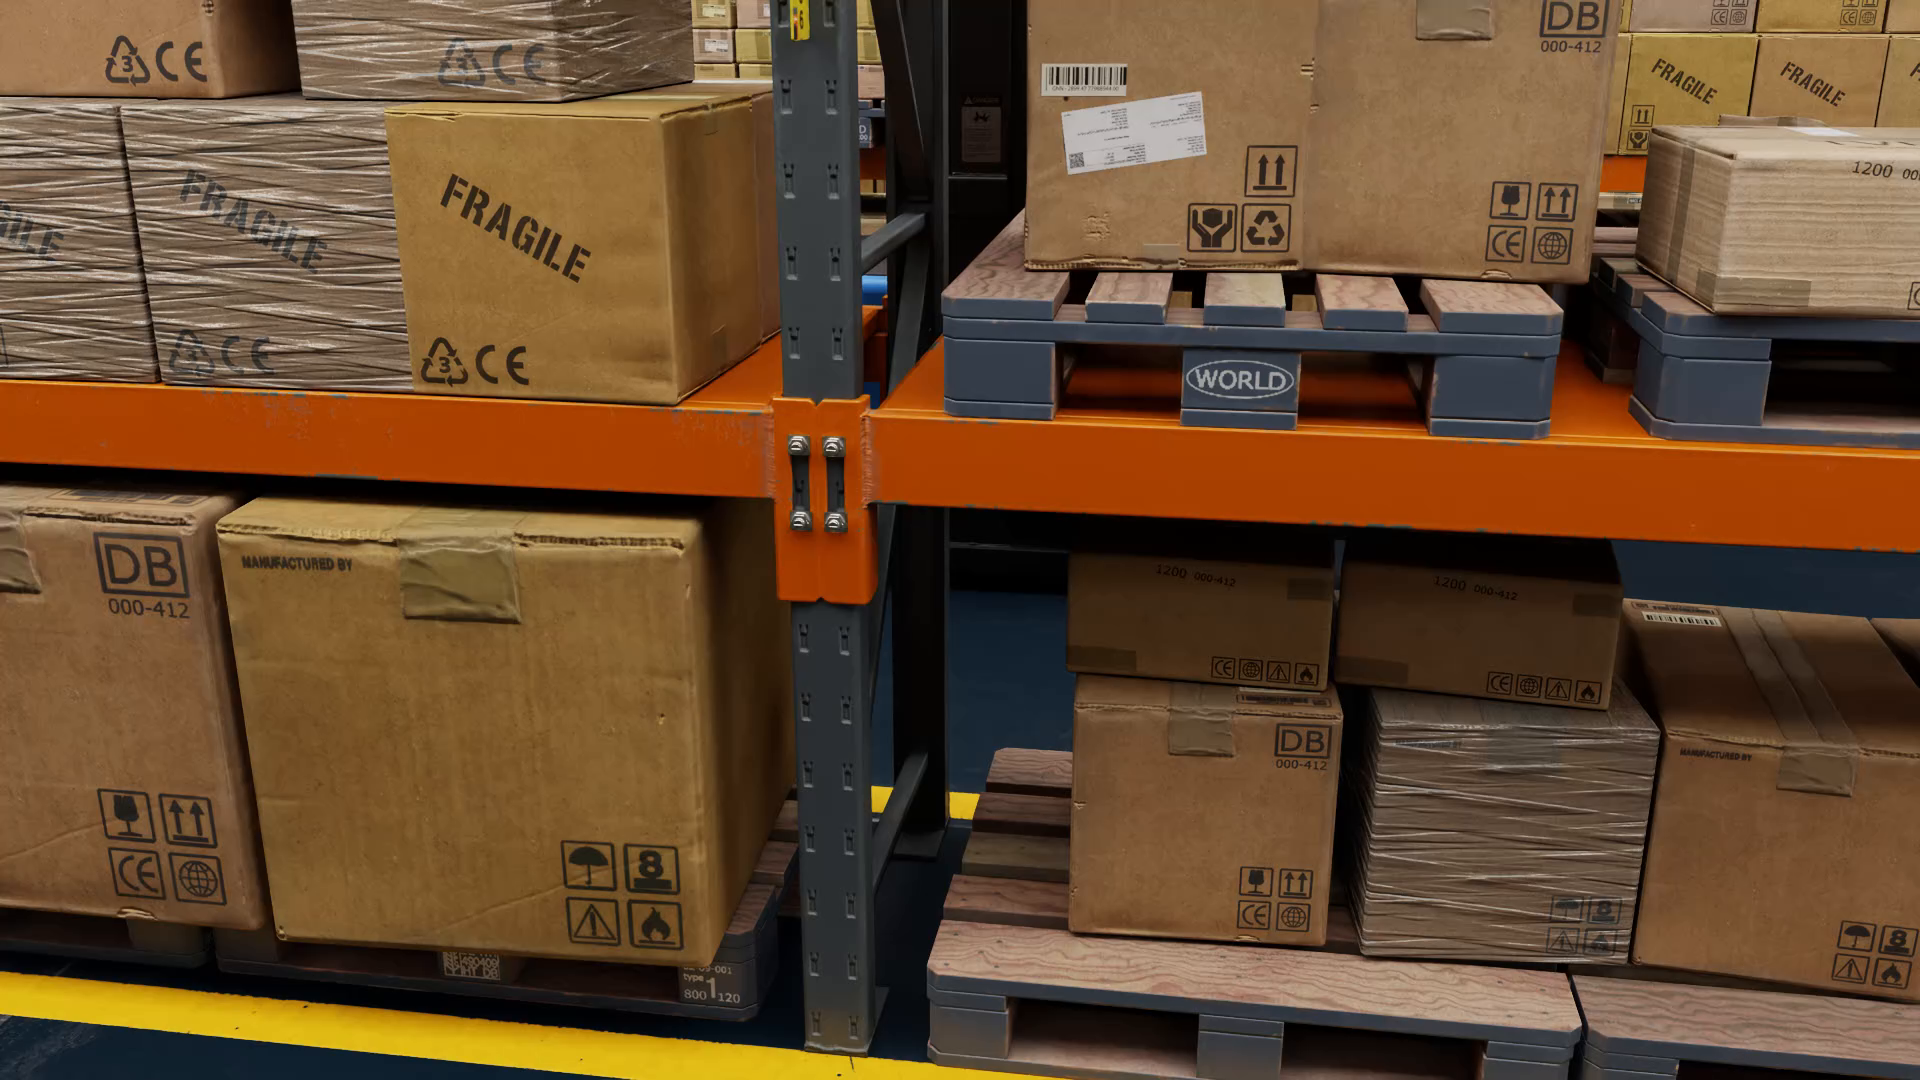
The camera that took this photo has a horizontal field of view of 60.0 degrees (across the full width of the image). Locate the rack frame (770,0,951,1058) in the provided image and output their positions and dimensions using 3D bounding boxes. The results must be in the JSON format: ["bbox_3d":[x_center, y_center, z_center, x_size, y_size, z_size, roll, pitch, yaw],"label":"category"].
[{"bbox_3d":[-0.166,-0.565,3.265,0.127,3.000,1.000,3,19,9],"label":"rack frame"}]

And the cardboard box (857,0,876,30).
[{"bbox_3d":[-0.342,-2.384,7.496,0.250,0.149,0.380,4,19,10],"label":"cardboard box"}]

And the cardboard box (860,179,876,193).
[{"bbox_3d":[-1.025,-3.014,13.269,0.875,0.875,0.875,3,19,10],"label":"cardboard box"}]

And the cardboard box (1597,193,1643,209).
[{"bbox_3d":[4.837,-2.447,12.369,0.625,0.372,0.950,3,19,9],"label":"cardboard box"}]

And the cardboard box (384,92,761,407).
[{"bbox_3d":[-0.692,-0.560,3.091,0.500,0.500,0.500,4,19,10],"label":"cardboard box"}]

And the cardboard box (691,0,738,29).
[{"bbox_3d":[-1.112,-2.423,7.614,0.250,0.149,0.380,4,19,11],"label":"cardboard box"}]

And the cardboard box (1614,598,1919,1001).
[{"bbox_3d":[1.610,0.489,3.359,0.500,0.500,0.700,5,19,13],"label":"cardboard box"}]

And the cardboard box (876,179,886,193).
[{"bbox_3d":[-0.142,-2.968,13.134,0.875,0.875,0.875,3,19,9],"label":"cardboard box"}]

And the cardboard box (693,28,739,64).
[{"bbox_3d":[-1.113,-2.281,7.660,0.250,0.149,0.380,3,19,10],"label":"cardboard box"}]

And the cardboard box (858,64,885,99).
[{"bbox_3d":[-0.338,-2.101,7.588,0.250,0.149,0.380,3,19,10],"label":"cardboard box"}]

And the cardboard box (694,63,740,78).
[{"bbox_3d":[-1.105,-2.141,7.709,0.250,0.149,0.380,3,19,10],"label":"cardboard box"}]

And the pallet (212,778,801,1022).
[{"bbox_3d":[-0.932,0.694,3.896,1.213,0.211,1.003,3,19,9],"label":"pallet"}]

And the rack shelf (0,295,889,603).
[{"bbox_3d":[-2.140,-0.325,3.680,4.000,0.370,1.077,3,19,9],"label":"rack shelf"}]

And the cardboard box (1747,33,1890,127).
[{"bbox_3d":[3.614,-1.928,7.180,0.500,0.500,0.500,3,19,8],"label":"cardboard box"}]

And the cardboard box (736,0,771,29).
[{"bbox_3d":[-0.843,-2.410,7.575,0.250,0.149,0.380,3,19,9],"label":"cardboard box"}]

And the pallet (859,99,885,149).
[{"bbox_3d":[0.000,-2.025,7.932,1.003,0.211,1.213,3,19,9],"label":"pallet"}]

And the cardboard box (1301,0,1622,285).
[{"bbox_3d":[0.941,-0.800,3.148,0.500,0.500,0.700,6,19,17],"label":"cardboard box"}]

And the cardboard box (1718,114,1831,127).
[{"bbox_3d":[1.524,-0.701,3.222,0.258,0.266,0.396,2,19,7],"label":"cardboard box"}]

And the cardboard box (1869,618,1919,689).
[{"bbox_3d":[2.161,0.517,3.276,0.500,0.500,0.700,1,19,4],"label":"cardboard box"}]

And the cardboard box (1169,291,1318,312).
[{"bbox_3d":[1.308,-1.187,8.008,0.750,0.750,1.050,3,19,8],"label":"cardboard box"}]

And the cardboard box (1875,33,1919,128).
[{"bbox_3d":[4.113,-1.903,7.104,0.500,0.500,0.500,3,19,8],"label":"cardboard box"}]

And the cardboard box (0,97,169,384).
[{"bbox_3d":[-1.697,-0.612,3.247,0.500,0.500,0.500,2,19,7],"label":"cardboard box"}]

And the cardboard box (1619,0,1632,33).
[{"bbox_3d":[2.674,-2.534,7.416,0.500,0.500,0.700,3,19,8],"label":"cardboard box"}]

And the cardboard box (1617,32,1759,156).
[{"bbox_3d":[3.115,-1.953,7.256,0.500,0.500,0.500,3,19,9],"label":"cardboard box"}]

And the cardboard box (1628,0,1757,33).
[{"bbox_3d":[3.172,-2.508,7.339,0.500,0.500,0.700,3,19,9],"label":"cardboard box"}]

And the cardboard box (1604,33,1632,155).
[{"bbox_3d":[2.613,-1.978,7.330,0.500,0.500,0.500,3,19,8],"label":"cardboard box"}]

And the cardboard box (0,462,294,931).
[{"bbox_3d":[-1.722,0.155,3.800,0.875,0.875,1.225,3,19,9],"label":"cardboard box"}]

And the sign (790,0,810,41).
[{"bbox_3d":[-0.250,-0.940,2.561,0.005,0.325,0.100,3,19,9],"label":"sign"}]

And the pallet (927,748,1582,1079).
[{"bbox_3d":[0.606,0.797,3.588,1.213,0.211,1.003,3,19,9],"label":"pallet"}]

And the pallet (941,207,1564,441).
[{"bbox_3d":[0.555,-0.472,3.288,1.003,0.211,1.213,3,19,9],"label":"pallet"}]

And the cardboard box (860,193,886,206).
[{"bbox_3d":[-0.422,-1.619,8.511,0.500,0.250,0.500,3,19,8],"label":"cardboard box"}]

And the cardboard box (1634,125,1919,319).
[{"bbox_3d":[1.453,-0.537,2.755,0.500,0.250,0.500,2,19,7],"label":"cardboard box"}]

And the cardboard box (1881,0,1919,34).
[{"bbox_3d":[4.179,-2.457,7.187,0.500,0.500,0.700,3,19,8],"label":"cardboard box"}]

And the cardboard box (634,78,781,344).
[{"bbox_3d":[-0.602,-0.722,3.577,0.500,0.500,0.500,3,19,10],"label":"cardboard box"}]

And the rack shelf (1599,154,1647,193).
[{"bbox_3d":[2.696,-1.672,7.707,4.000,0.370,1.077,3,19,9],"label":"rack shelf"}]

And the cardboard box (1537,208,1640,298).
[{"bbox_3d":[3.091,-1.098,7.740,0.750,0.750,1.050,3,19,9],"label":"cardboard box"}]

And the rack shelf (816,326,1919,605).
[{"bbox_3d":[1.809,-0.123,3.078,4.000,0.370,1.077,3,19,9],"label":"rack shelf"}]

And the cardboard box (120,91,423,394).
[{"bbox_3d":[-1.183,-0.587,3.172,0.500,0.500,0.500,3,19,8],"label":"cardboard box"}]

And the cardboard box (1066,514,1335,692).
[{"bbox_3d":[0.501,0.080,3.400,0.500,0.250,0.500,4,19,11],"label":"cardboard box"}]

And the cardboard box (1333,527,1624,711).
[{"bbox_3d":[1.026,0.104,3.330,0.500,0.250,0.500,5,19,15],"label":"cardboard box"}]

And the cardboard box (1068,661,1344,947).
[{"bbox_3d":[0.499,0.439,3.510,0.500,0.500,0.700,2,19,6],"label":"cardboard box"}]

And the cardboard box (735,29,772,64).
[{"bbox_3d":[-0.855,-2.269,7.621,0.250,0.149,0.380,3,19,8],"label":"cardboard box"}]

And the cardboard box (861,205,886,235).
[{"bbox_3d":[-0.496,-1.458,8.028,0.500,0.250,0.500,3,19,9],"label":"cardboard box"}]

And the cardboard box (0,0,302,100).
[{"bbox_3d":[-1.528,-1.164,3.316,0.637,0.503,0.797,3,19,10],"label":"cardboard box"}]

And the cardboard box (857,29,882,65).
[{"bbox_3d":[-0.363,-2.243,7.543,0.250,0.149,0.380,3,19,10],"label":"cardboard box"}]

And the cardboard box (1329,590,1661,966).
[{"bbox_3d":[1.049,0.463,3.438,0.500,0.500,0.700,1,19,4],"label":"cardboard box"}]

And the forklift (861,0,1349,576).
[{"bbox_3d":[0.624,-1.363,5.756,3.031,2.935,1.130,2,19,7],"label":"forklift"}]

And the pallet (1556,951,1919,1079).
[{"bbox_3d":[1.807,0.859,3.403,1.213,0.211,1.003,3,19,9],"label":"pallet"}]

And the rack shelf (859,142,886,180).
[{"bbox_3d":[-1.254,-1.873,8.309,4.000,0.370,1.077,3,19,9],"label":"rack shelf"}]

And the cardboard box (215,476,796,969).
[{"bbox_3d":[-0.844,0.202,3.659,0.875,0.875,1.225,2,19,6],"label":"cardboard box"}]

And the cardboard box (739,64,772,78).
[{"bbox_3d":[-0.849,-2.127,7.668,0.250,0.149,0.380,2,19,6],"label":"cardboard box"}]

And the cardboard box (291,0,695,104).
[{"bbox_3d":[-0.885,-1.130,3.215,0.637,0.503,0.797,4,19,11],"label":"cardboard box"}]

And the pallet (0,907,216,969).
[{"bbox_3d":[-2.133,0.632,4.082,1.213,0.211,1.003,3,19,9],"label":"pallet"}]

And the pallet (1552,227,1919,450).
[{"bbox_3d":[1.795,-0.387,3.036,1.213,0.211,1.003,3,19,9],"label":"pallet"}]

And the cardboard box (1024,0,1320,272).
[{"bbox_3d":[0.374,-0.797,3.139,0.500,0.500,0.500,1,19,2],"label":"cardboard box"}]

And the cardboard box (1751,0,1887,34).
[{"bbox_3d":[3.671,-2.483,7.262,0.500,0.500,0.700,3,19,8],"label":"cardboard box"}]
